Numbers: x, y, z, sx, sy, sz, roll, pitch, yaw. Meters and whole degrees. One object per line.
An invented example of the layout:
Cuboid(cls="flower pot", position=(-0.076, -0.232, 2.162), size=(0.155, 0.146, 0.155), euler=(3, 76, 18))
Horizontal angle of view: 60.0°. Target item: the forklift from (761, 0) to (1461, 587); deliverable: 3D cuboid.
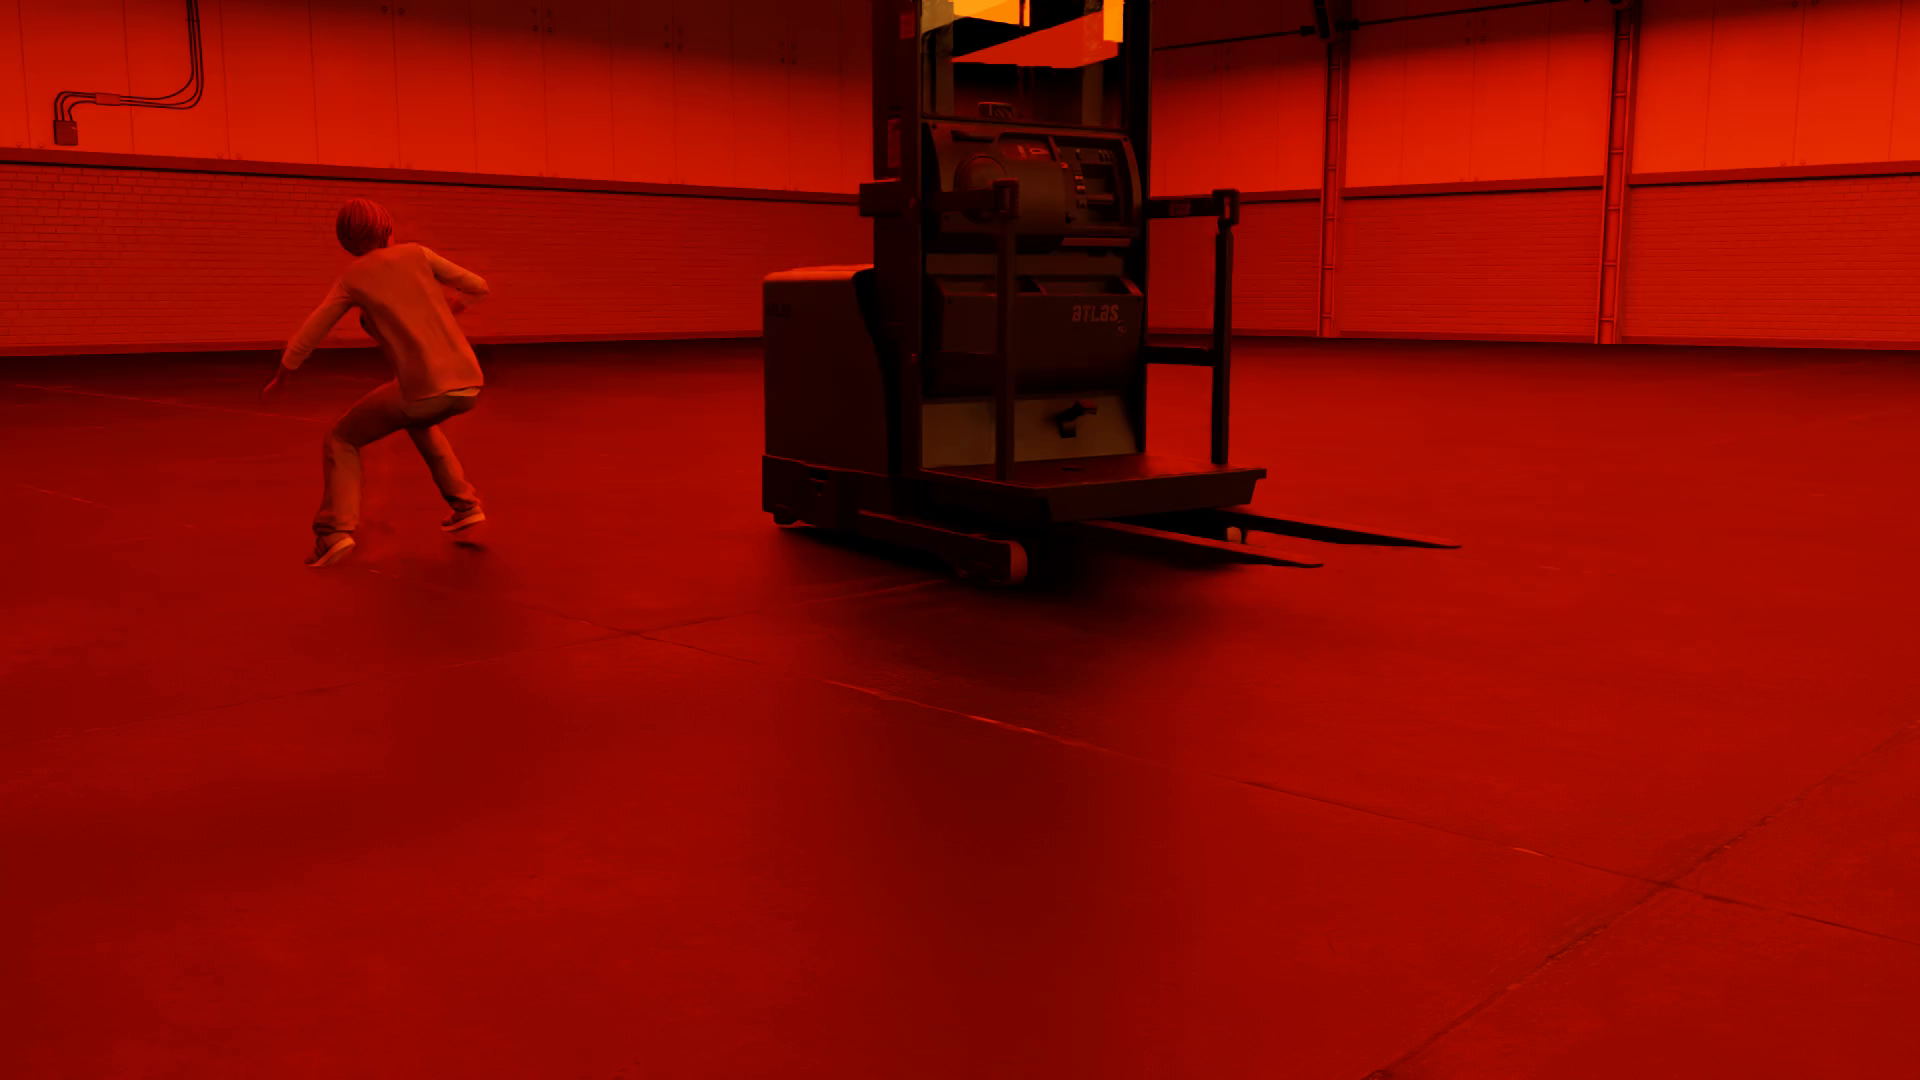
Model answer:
Cuboid(cls="forklift", position=(0.408, -1.369, 5.967), size=(1.130, 2.935, 3.031), euler=(-6, 10, -34))

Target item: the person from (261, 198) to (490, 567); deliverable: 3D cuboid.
Cuboid(cls="person", position=(-2.183, -0.594, 6.298), size=(0.765, 1.366, 0.736), euler=(7, 11, 41))
